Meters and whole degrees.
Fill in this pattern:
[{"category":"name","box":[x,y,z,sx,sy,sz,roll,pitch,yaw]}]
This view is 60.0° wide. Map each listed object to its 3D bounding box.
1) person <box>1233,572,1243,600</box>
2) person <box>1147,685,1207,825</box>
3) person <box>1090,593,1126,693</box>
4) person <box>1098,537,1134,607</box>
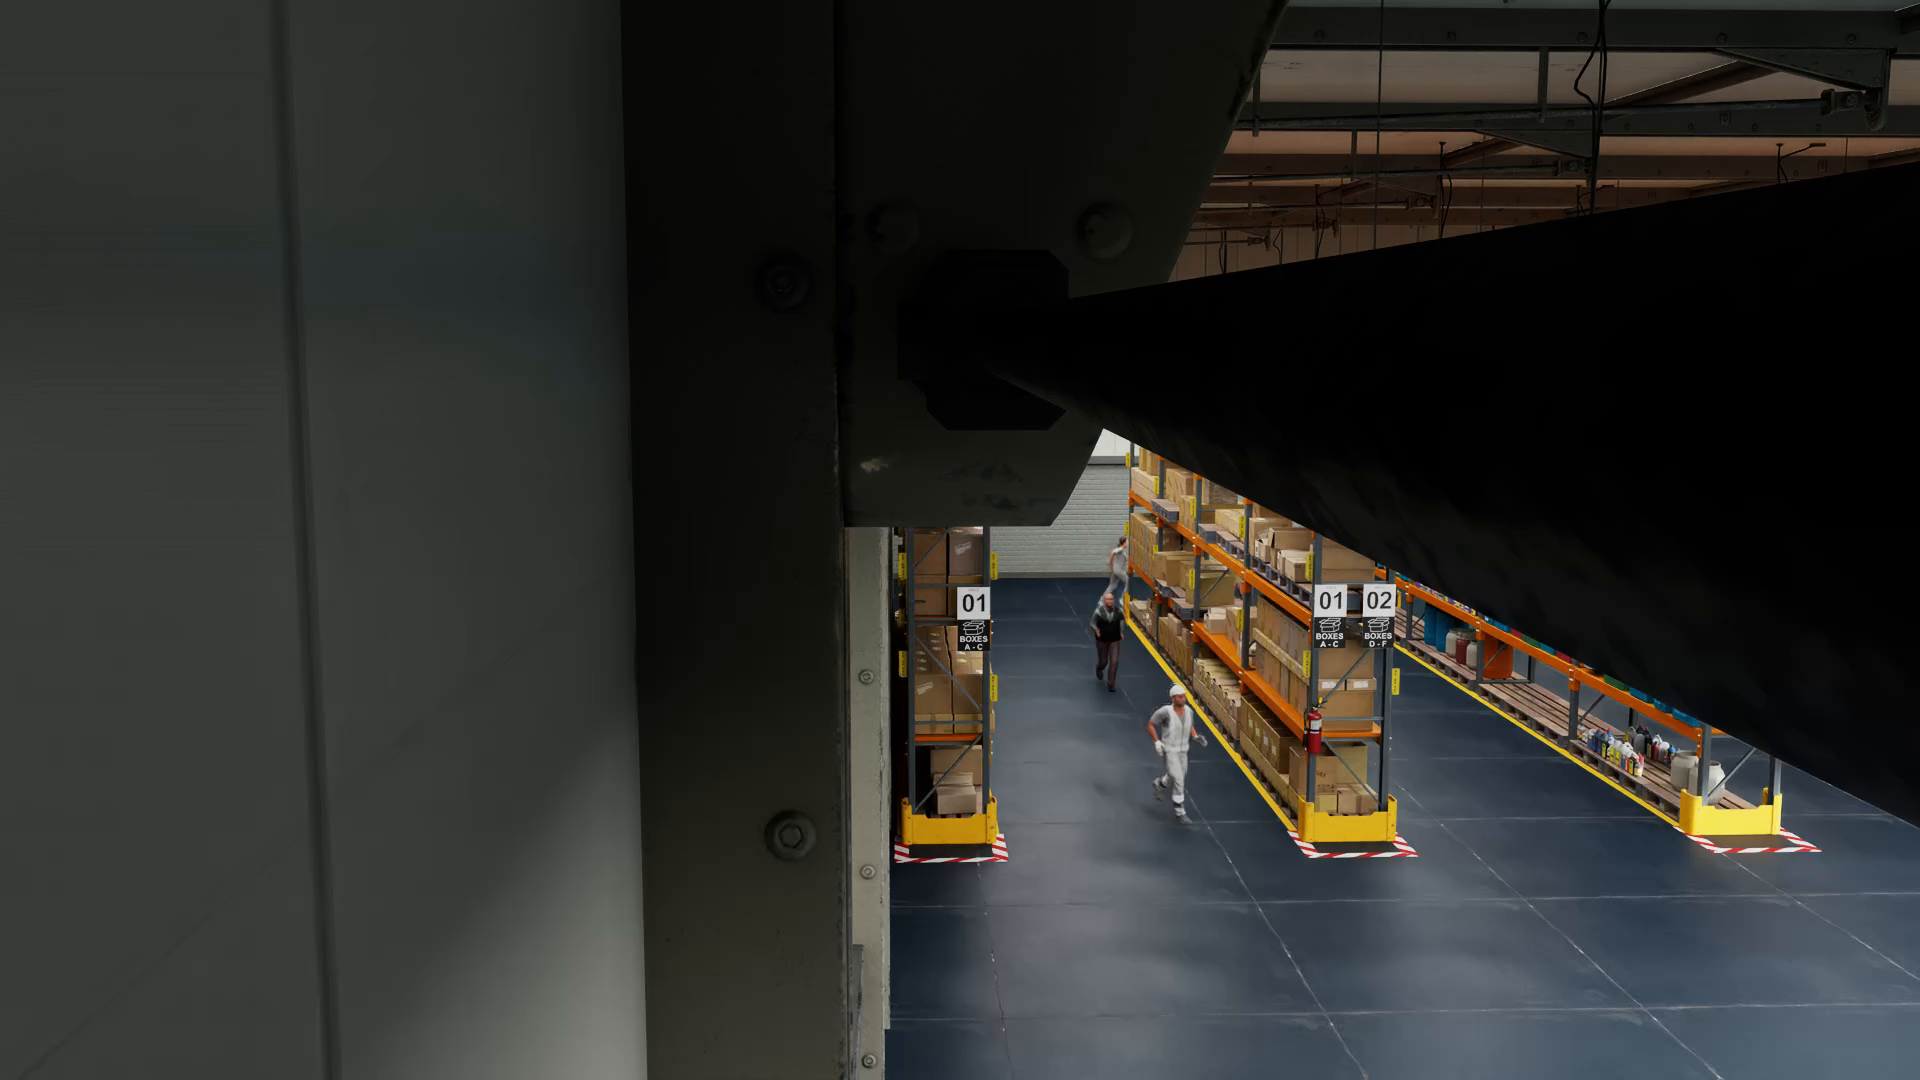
[{"category":"person","box":[6.051,0.909,36.043,0.659,1.613,0.626,-4,8,-26]},{"category":"person","box":[2.721,2.718,21.496,0.637,1.765,0.908,-4,8,-30]},{"category":"person","box":[2.588,1.763,29.156,0.654,1.704,0.880,-1,7,-5]},{"category":"person","box":[3.537,0.746,37.280,0.833,1.663,0.552,0,7,0]}]
